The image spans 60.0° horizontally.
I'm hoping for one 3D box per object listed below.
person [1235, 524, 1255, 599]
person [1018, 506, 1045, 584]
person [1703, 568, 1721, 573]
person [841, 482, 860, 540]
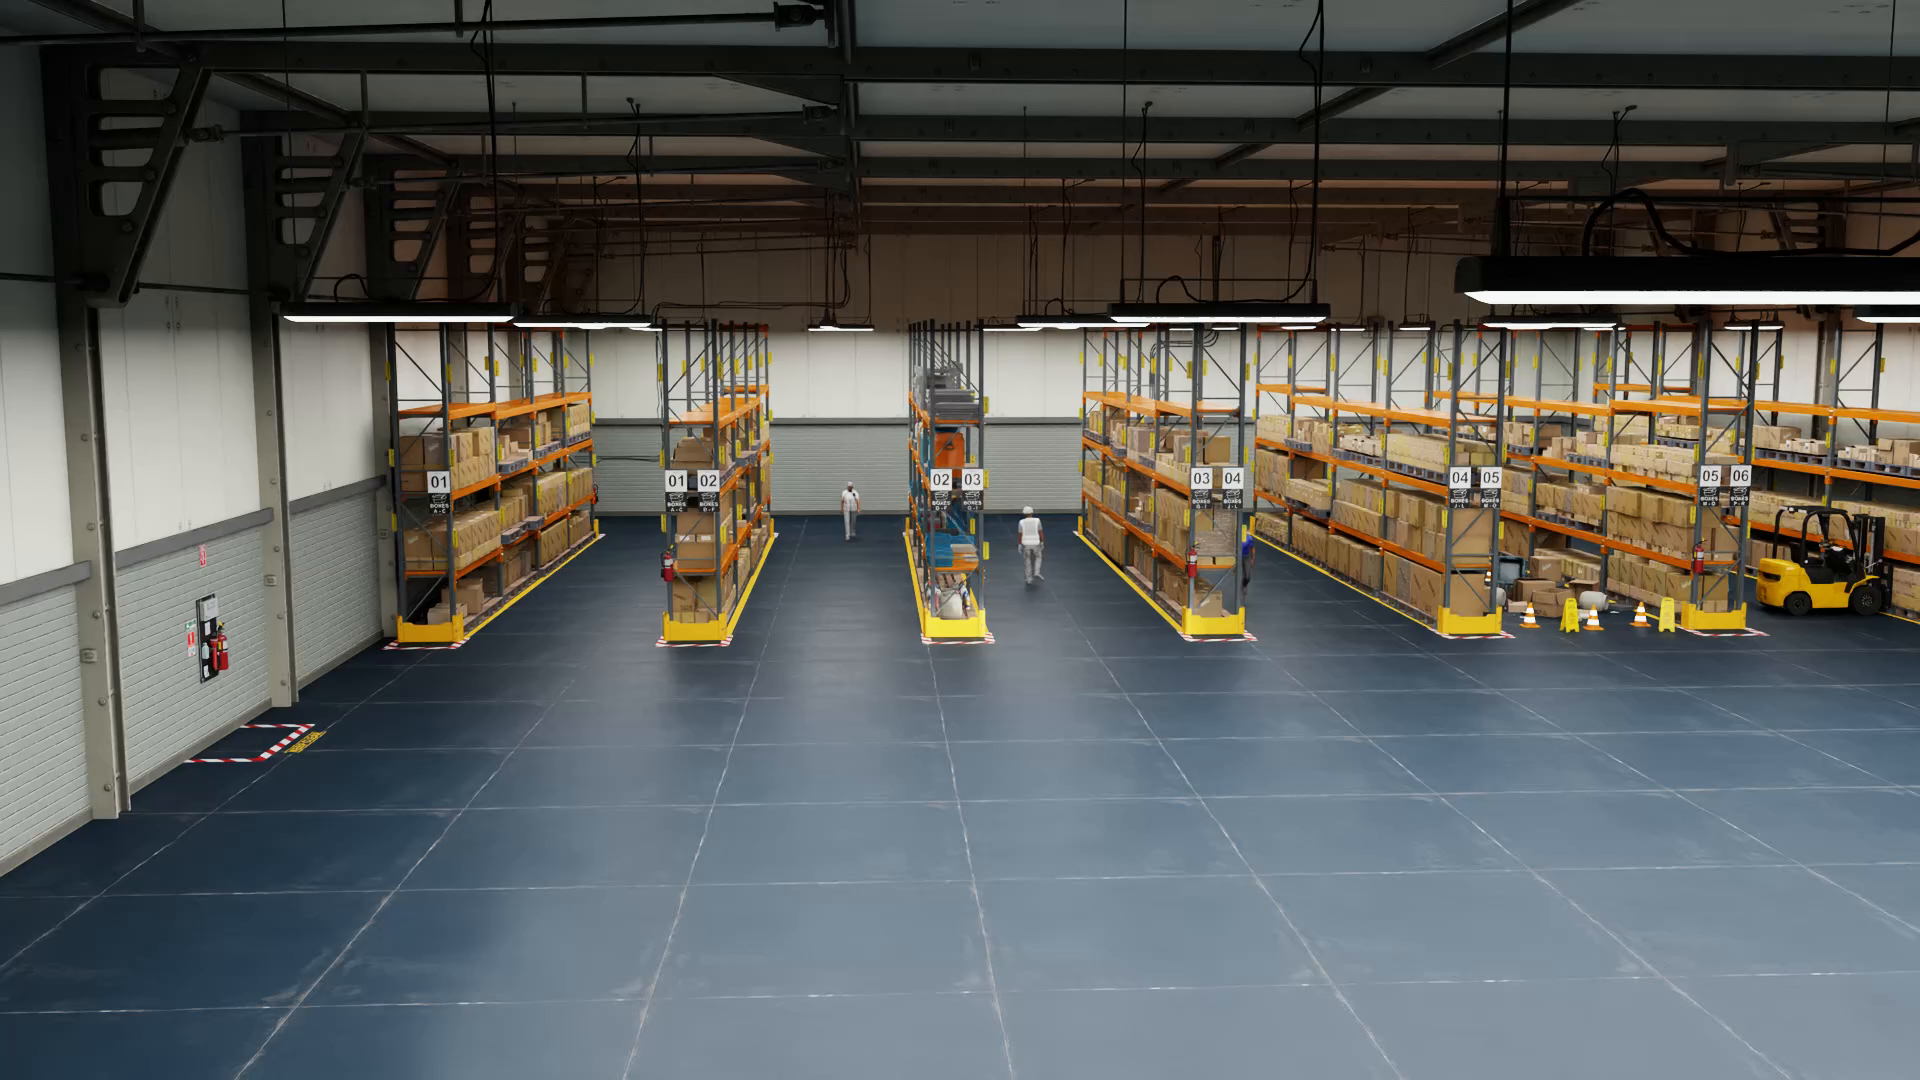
[{"bbox_3d":[6.155,0.456,36.252,0.507,1.621,0.578,1,7,7],"label":"person"},{"bbox_3d":[1.642,0.115,38.271,0.600,1.780,0.500,0,7,-3],"label":"person"},{"bbox_3d":[16.660,0.374,36.666,0.438,1.670,0.555,-2,7,-14],"label":"person"},{"bbox_3d":[-3.066,-0.838,46.563,0.521,1.604,1.034,-1,7,-4],"label":"person"}]
